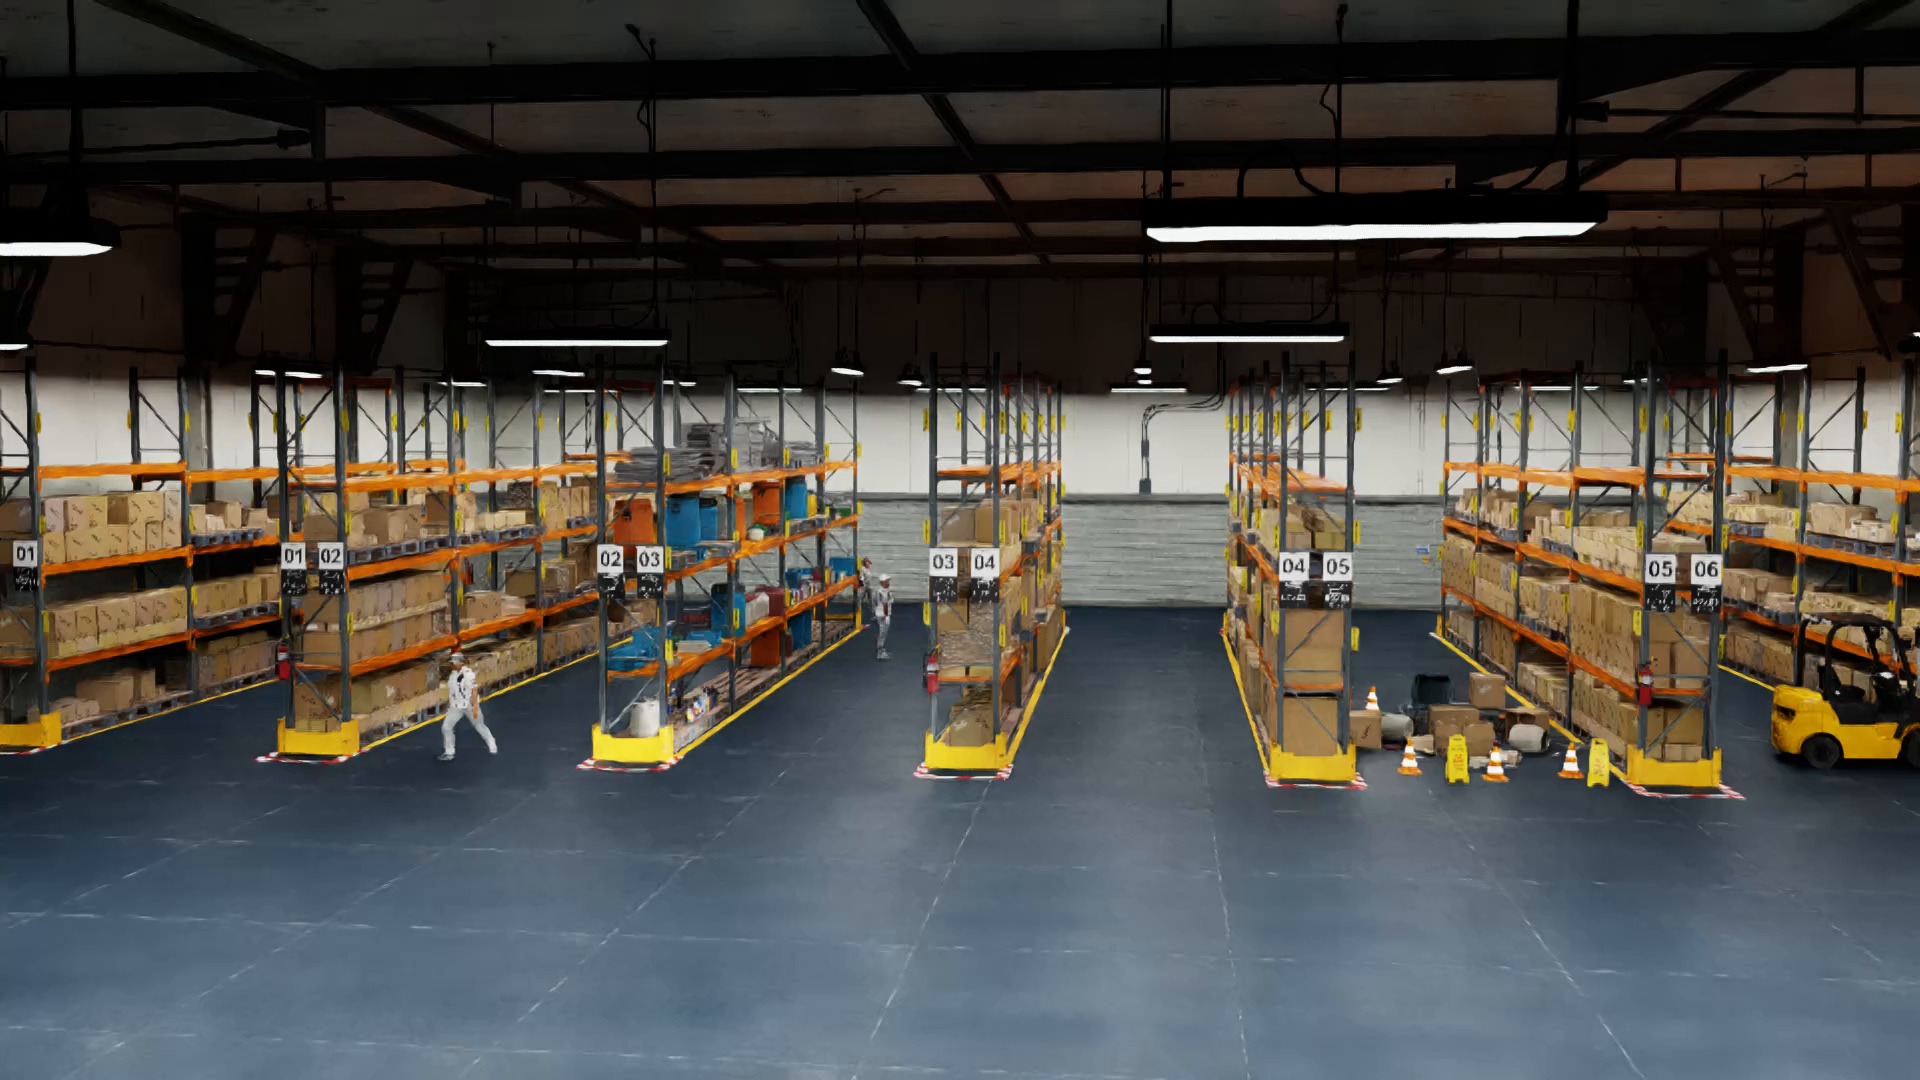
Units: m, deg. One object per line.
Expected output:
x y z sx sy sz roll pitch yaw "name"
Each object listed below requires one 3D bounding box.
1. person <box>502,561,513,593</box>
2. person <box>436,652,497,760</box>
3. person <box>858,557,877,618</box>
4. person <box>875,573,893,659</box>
-11.085 1.293 40.985 0.445 1.590 1.091 0 4 4 "person"
-7.328 2.449 24.758 0.534 1.598 0.938 2 5 27 "person"
-2.341 1.221 42.099 0.531 1.588 0.639 4 6 44 "person"
-1.597 1.596 35.260 0.408 1.788 0.666 -1 4 -14 "person"
